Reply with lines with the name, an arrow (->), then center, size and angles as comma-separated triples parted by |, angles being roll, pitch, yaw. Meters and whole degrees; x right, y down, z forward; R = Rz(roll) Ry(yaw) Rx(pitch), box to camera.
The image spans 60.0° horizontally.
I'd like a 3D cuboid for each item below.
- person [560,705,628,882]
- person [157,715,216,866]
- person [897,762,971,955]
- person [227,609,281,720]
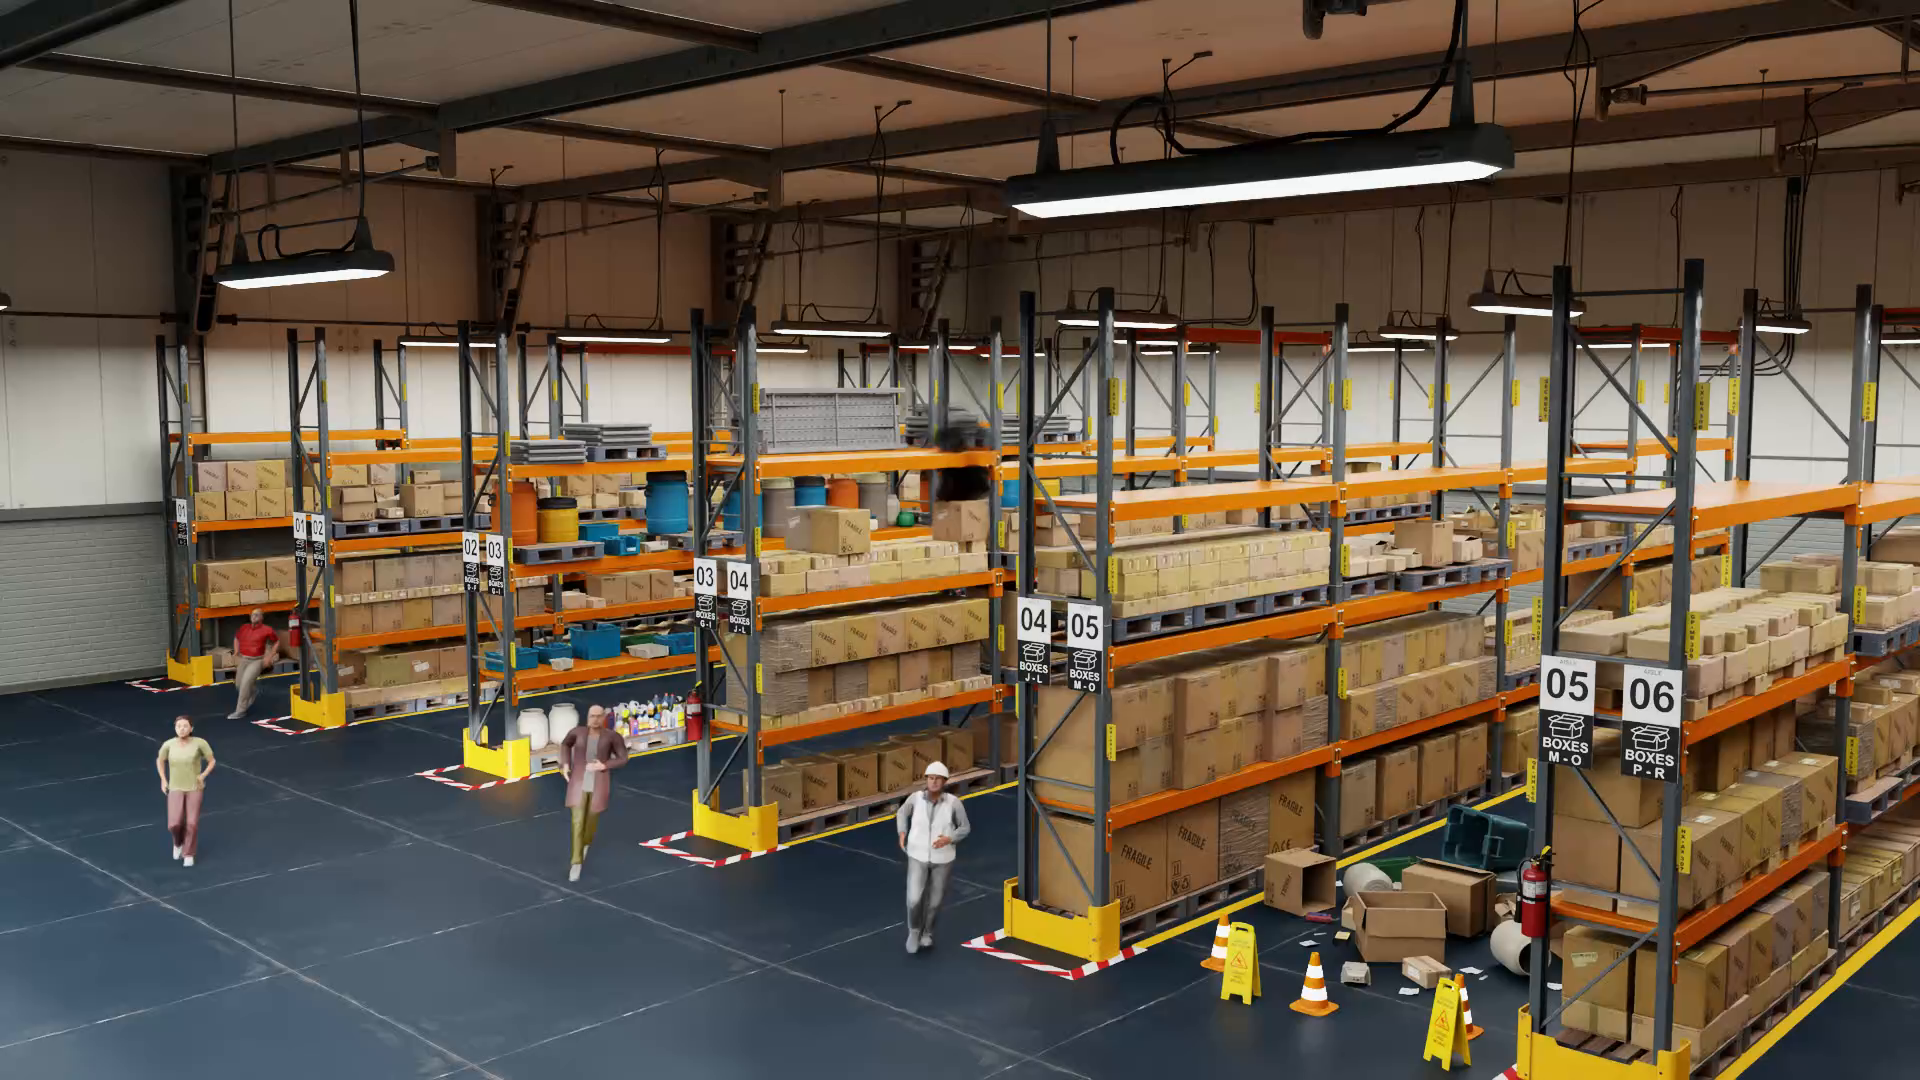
person -> -3.891, 2.635, 17.696 | 0.717, 1.776, 0.944 | -1, 5, -9
person -> -8.280, 2.680, 17.809 | 0.591, 1.638, 0.530 | -2, 6, -21
person -> -0.246, 2.885, 15.060 | 0.684, 1.773, 0.609 | 0, 5, 3
person -> -10.984, 1.907, 25.838 | 0.719, 1.675, 0.771 | 1, 5, 8
